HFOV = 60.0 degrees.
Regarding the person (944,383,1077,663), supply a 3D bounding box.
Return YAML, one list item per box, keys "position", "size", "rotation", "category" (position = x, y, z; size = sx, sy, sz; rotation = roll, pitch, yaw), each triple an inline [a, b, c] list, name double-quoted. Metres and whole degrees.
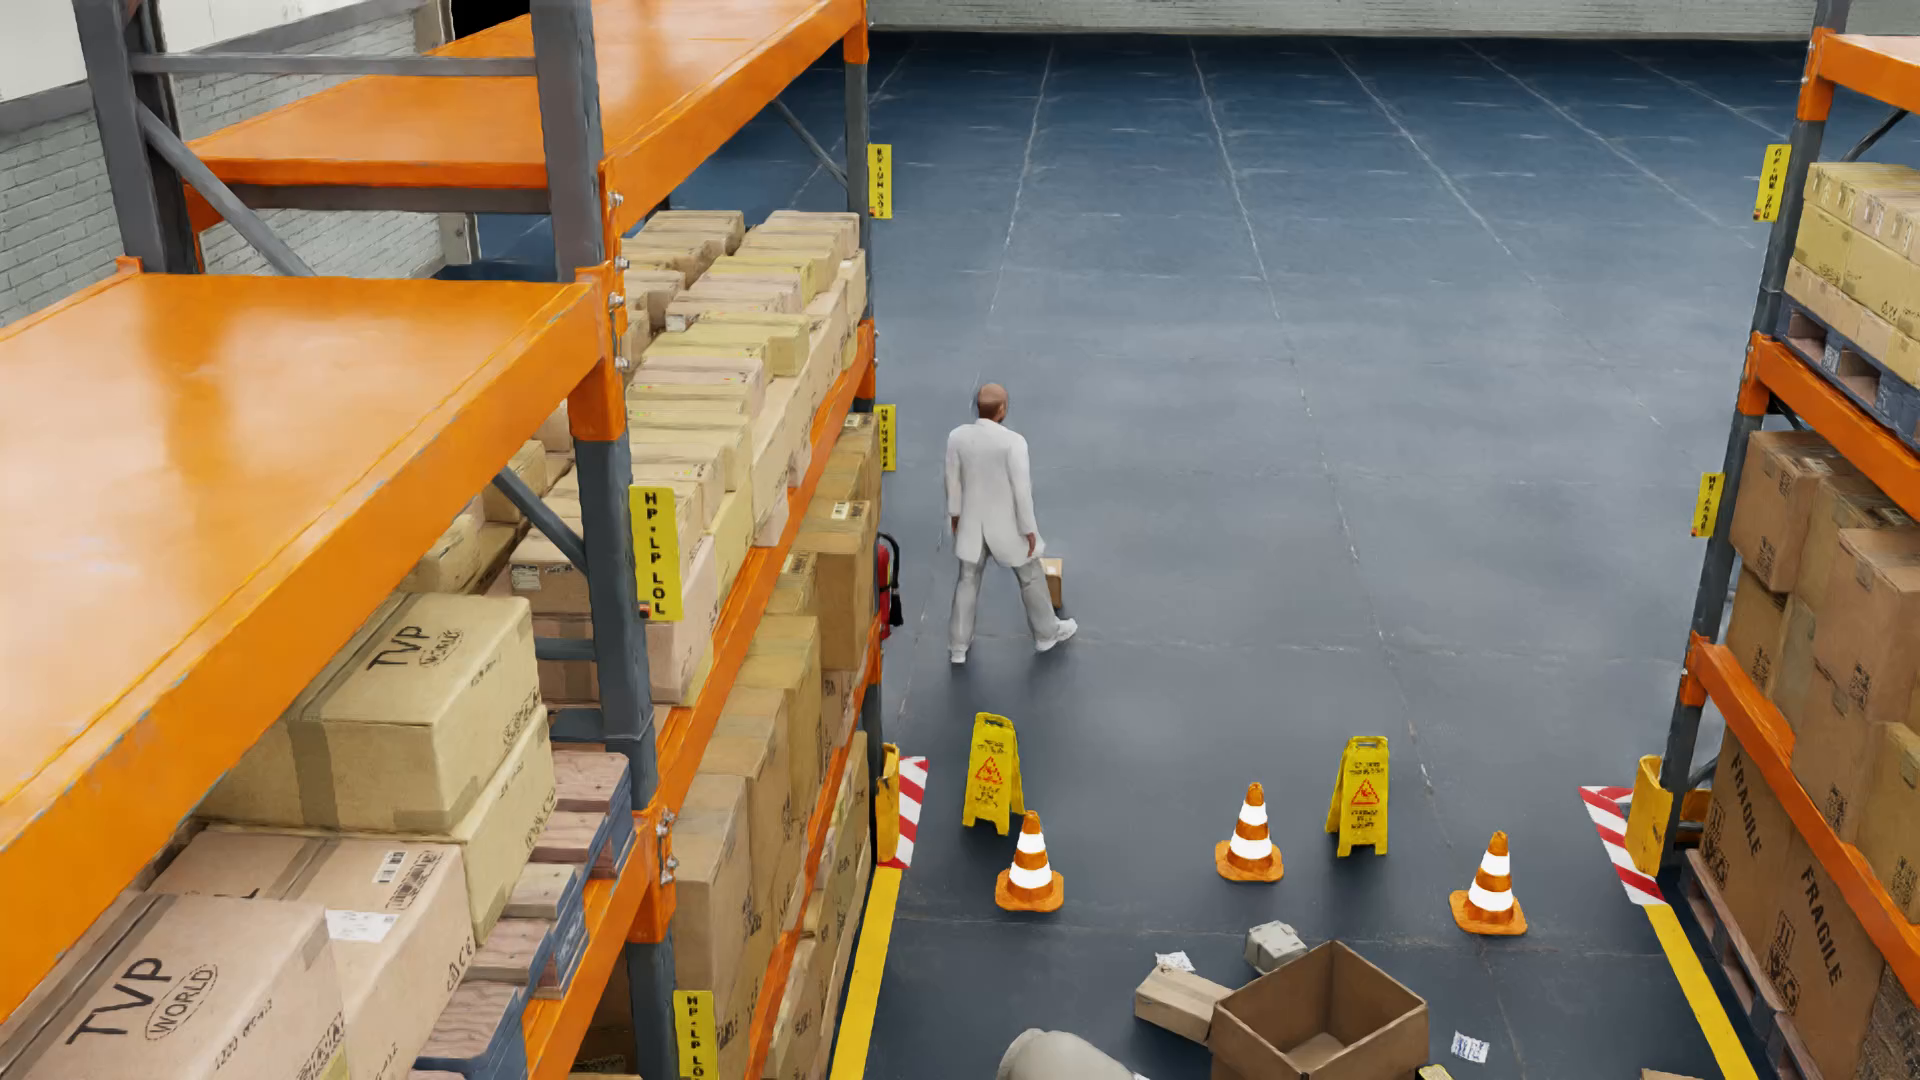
- position: [0.272, -0.130, 10.279]
  size: [0.749, 1.770, 0.733]
  rotation: [13, 27, 26]
  category: "person"
